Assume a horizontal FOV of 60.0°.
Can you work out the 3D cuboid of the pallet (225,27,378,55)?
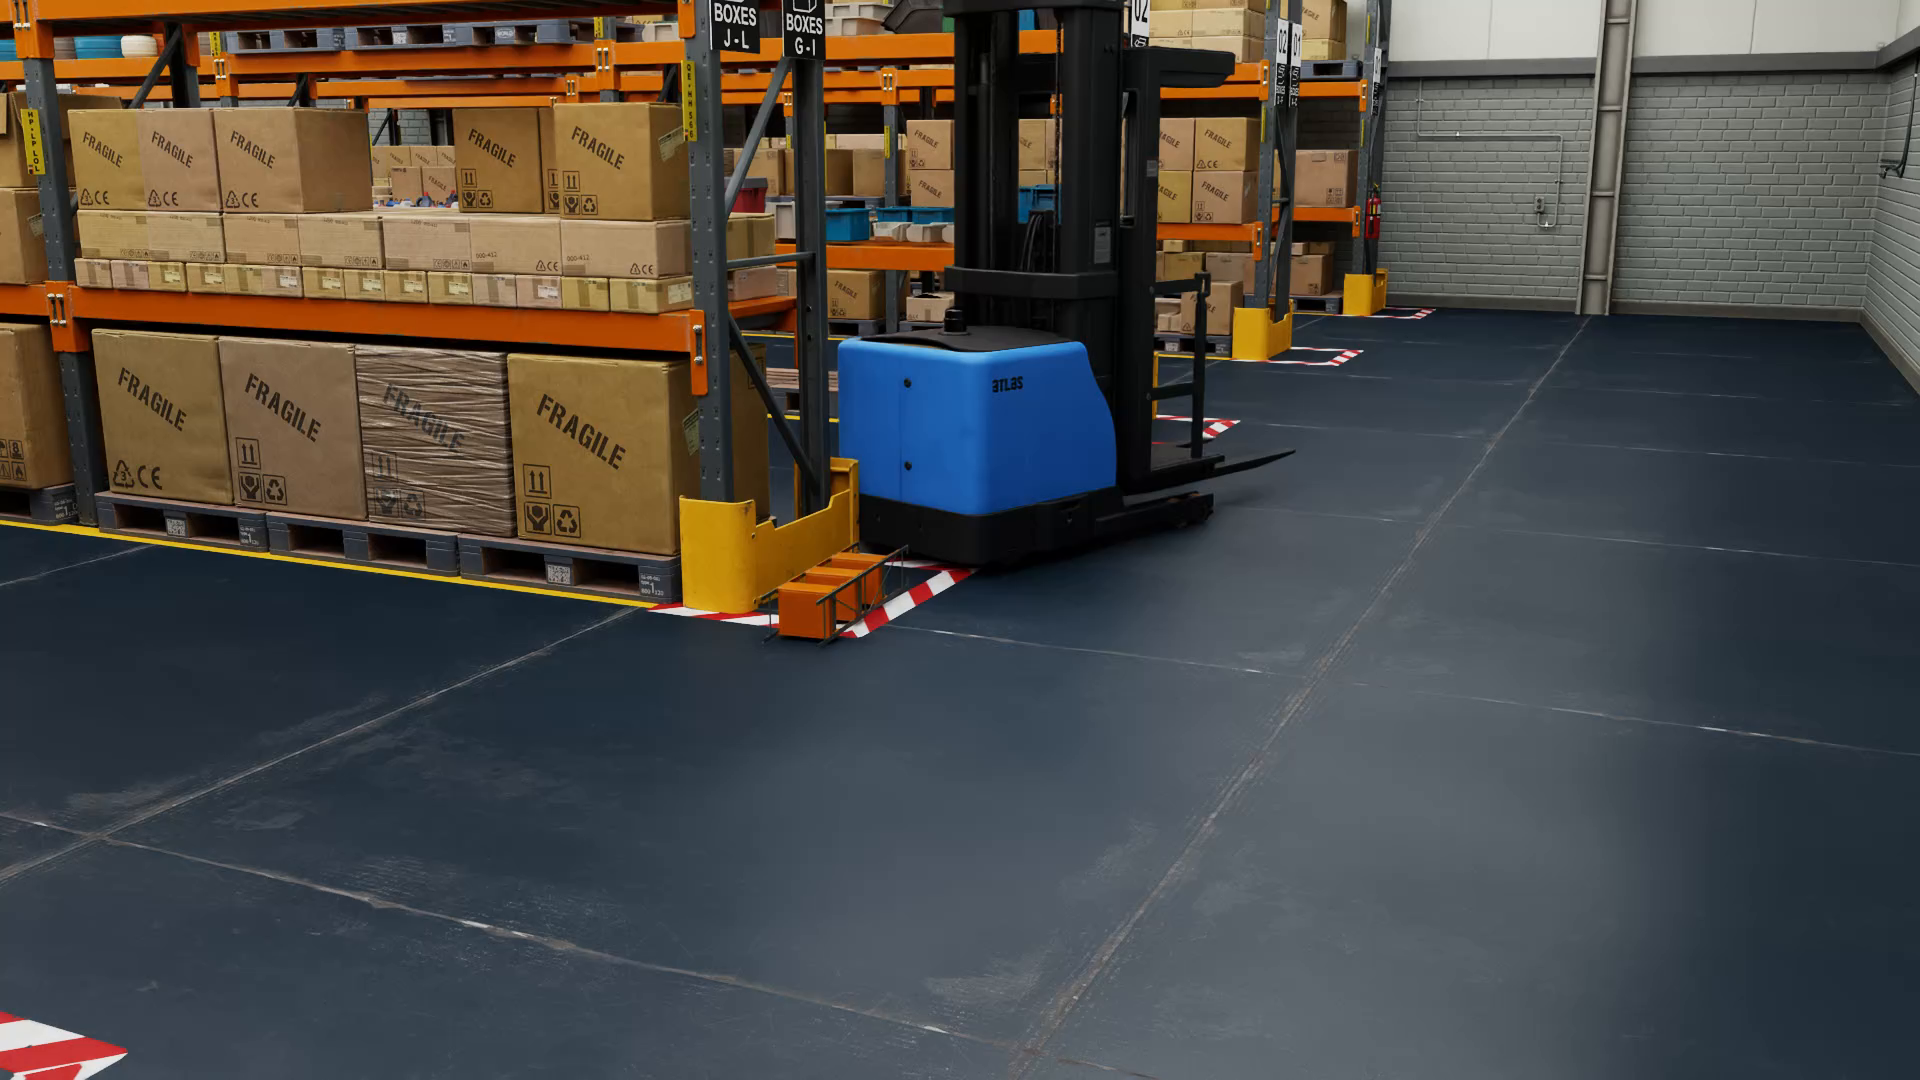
[{"bbox_3d":[-5.546,-4.319,14.441,1.213,0.211,1.003,6,14,23],"label":"pallet"}]

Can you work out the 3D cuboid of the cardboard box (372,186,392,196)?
[{"bbox_3d":[-7.385,-4.337,20.998,0.500,0.250,0.500,7,15,27],"label":"cardboard box"}]

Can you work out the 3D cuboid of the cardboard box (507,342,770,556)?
[{"bbox_3d":[-1.515,-0.479,7.964,0.875,0.875,0.875,6,14,23],"label":"cardboard box"}]

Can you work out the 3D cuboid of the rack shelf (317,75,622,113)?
[{"bbox_3d":[-6.024,-5.371,20.087,4.000,0.370,1.077,6,14,23],"label":"rack shelf"}]

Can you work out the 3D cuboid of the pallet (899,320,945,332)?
[{"bbox_3d":[0.089,-2.284,18.028,1.213,0.211,1.003,6,14,23],"label":"pallet"}]

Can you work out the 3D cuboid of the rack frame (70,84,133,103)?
[{"bbox_3d":[-11.510,-4.816,22.713,0.127,3.000,1.000,6,14,23],"label":"rack frame"}]

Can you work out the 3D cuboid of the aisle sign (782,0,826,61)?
[{"bbox_3d":[-0.710,-2.589,7.530,0.004,0.787,0.394,6,14,23],"label":"aisle sign"}]

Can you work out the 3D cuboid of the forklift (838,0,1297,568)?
[{"bbox_3d":[0.755,-1.561,8.990,1.130,2.935,3.031,12,18,43],"label":"forklift"}]

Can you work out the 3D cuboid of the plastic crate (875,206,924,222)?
[{"bbox_3d":[-0.462,-2.490,13.037,0.300,0.233,0.416,6,14,23],"label":"plastic crate"}]

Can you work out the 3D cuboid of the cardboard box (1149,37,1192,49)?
[{"bbox_3d":[2.089,-4.764,16.253,0.500,0.250,0.500,6,14,23],"label":"cardboard box"}]

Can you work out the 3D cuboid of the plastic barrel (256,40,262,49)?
[{"bbox_3d":[-6.365,-4.649,15.191,0.421,0.512,0.421,0,13,0],"label":"plastic barrel"}]

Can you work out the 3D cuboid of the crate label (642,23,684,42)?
[{"bbox_3d":[-2.218,-3.898,12.811,0.466,0.136,0.293,6,14,23],"label":"crate label"}]

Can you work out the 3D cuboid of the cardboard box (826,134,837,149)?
[{"bbox_3d":[-1.856,-5.581,23.416,0.500,0.250,0.500,6,15,25],"label":"cardboard box"}]

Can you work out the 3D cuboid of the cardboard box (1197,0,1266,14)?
[{"bbox_3d":[2.642,-5.376,16.124,0.500,0.500,0.700,6,14,23],"label":"cardboard box"}]

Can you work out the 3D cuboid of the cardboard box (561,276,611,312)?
[{"bbox_3d":[-1.595,-1.132,7.565,0.250,0.149,0.380,6,14,24],"label":"cardboard box"}]

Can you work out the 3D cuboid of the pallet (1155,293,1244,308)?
[{"bbox_3d":[3.247,-3.184,21.862,1.213,0.211,1.003,6,14,23],"label":"pallet"}]

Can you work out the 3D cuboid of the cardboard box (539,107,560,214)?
[{"bbox_3d":[-1.684,-1.851,8.112,0.500,0.500,0.500,5,14,22],"label":"cardboard box"}]

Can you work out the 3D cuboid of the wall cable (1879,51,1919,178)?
[{"bbox_3d":[10.148,-5.182,17.936,0.112,2.526,3.097,6,14,23],"label":"wall cable"}]

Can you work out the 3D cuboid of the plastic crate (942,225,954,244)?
[{"bbox_3d":[0.031,-2.270,12.307,0.243,0.136,0.396,6,14,23],"label":"plastic crate"}]

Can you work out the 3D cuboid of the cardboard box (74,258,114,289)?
[{"bbox_3d":[-4.419,-1.418,8.781,0.250,0.149,0.380,6,14,23],"label":"cardboard box"}]

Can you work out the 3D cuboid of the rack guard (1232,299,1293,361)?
[{"bbox_3d":[3.049,-2.126,16.720,0.348,0.500,1.175,6,14,23],"label":"rack guard"}]

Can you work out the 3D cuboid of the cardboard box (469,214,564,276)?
[{"bbox_3d":[-1.911,-1.375,7.726,0.500,0.250,0.500,6,14,22],"label":"cardboard box"}]

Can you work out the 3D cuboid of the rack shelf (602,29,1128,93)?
[{"bbox_3d":[-0.720,-3.597,12.525,4.000,0.370,1.077,6,14,23],"label":"rack shelf"}]

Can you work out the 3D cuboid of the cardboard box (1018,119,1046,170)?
[{"bbox_3d":[0.720,-4.044,17.013,0.500,0.500,0.500,5,14,22],"label":"cardboard box"}]

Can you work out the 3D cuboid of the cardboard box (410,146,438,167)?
[{"bbox_3d":[-8.275,-5.949,26.185,0.500,0.500,0.500,5,14,21],"label":"cardboard box"}]

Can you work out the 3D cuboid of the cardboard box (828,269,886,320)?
[{"bbox_3d":[-1.106,-2.689,18.156,0.500,0.500,0.500,6,14,23],"label":"cardboard box"}]

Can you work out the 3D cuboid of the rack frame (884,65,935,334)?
[{"bbox_3d":[-0.539,-3.706,17.982,0.127,3.000,1.000,6,14,23],"label":"rack frame"}]

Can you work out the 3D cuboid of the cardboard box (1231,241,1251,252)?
[{"bbox_3d":[3.711,-3.841,21.692,0.250,0.149,0.380,6,14,24],"label":"cardboard box"}]

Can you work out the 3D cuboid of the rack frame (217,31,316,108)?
[{"bbox_3d":[-6.205,-3.042,15.151,0.127,3.000,1.000,6,14,23],"label":"rack frame"}]

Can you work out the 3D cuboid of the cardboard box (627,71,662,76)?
[{"bbox_3d":[-3.317,-5.504,18.862,0.500,0.500,0.910,6,14,23],"label":"cardboard box"}]

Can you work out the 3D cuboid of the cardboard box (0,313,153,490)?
[{"bbox_3d":[-5.148,-0.862,9.594,0.875,0.875,1.225,6,14,23],"label":"cardboard box"}]

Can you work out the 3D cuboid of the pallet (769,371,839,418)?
[{"bbox_3d":[-0.741,-1.141,13.157,1.213,0.211,1.003,6,14,23],"label":"pallet"}]

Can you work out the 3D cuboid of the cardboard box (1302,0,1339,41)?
[{"bbox_3d":[4.342,-6.387,20.390,0.500,0.500,0.500,6,14,23],"label":"cardboard box"}]

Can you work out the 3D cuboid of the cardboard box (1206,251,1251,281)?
[{"bbox_3d":[3.523,-3.495,21.635,0.500,0.500,0.700,5,14,21],"label":"cardboard box"}]

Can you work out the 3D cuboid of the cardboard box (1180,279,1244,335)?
[{"bbox_3d":[2.522,-2.332,16.635,0.500,0.500,0.500,6,14,23],"label":"cardboard box"}]

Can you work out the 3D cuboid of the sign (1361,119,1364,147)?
[{"bbox_3d":[4.889,-4.938,20.178,0.005,0.325,0.100,6,14,23],"label":"sign"}]

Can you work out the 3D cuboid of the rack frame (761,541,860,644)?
[{"bbox_3d":[-0.641,0.215,7.302,0.008,0.200,1.050,4,14,18],"label":"rack frame"}]

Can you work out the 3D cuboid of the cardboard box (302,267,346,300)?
[{"bbox_3d":[-2.993,-1.274,8.168,0.250,0.149,0.380,5,14,22],"label":"cardboard box"}]

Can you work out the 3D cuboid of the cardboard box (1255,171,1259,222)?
[{"bbox_3d":[2.820,-3.480,16.802,0.500,0.500,0.500,6,15,24],"label":"cardboard box"}]

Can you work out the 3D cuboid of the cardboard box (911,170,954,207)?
[{"bbox_3d":[-0.183,-3.650,17.527,0.500,0.500,0.500,6,15,25],"label":"cardboard box"}]

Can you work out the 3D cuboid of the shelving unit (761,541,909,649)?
[{"bbox_3d":[-0.526,0.224,7.264,0.252,0.215,1.050,4,14,18],"label":"shelving unit"}]

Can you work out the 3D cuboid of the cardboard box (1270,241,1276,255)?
[{"bbox_3d":[4.016,-3.715,21.154,0.250,0.149,0.380,6,15,25],"label":"cardboard box"}]

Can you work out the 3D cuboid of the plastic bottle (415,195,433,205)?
[{"bbox_3d":[-4.590,-2.810,14.274,0.185,0.351,0.144,6,14,23],"label":"plastic bottle"}]

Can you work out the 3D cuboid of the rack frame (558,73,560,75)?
[{"bbox_3d":[-5.850,-8.402,24.862,0.127,3.000,1.000,6,14,23],"label":"rack frame"}]

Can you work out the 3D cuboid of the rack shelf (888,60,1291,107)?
[{"bbox_3d":[1.290,-4.631,16.932,4.000,0.370,1.077,6,14,23],"label":"rack shelf"}]

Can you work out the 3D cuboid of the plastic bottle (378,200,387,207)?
[{"bbox_3d":[-4.903,-2.761,14.210,0.133,0.283,0.061,6,14,23],"label":"plastic bottle"}]

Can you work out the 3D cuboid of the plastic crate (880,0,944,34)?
[{"bbox_3d":[-0.177,-3.930,12.508,0.767,0.338,0.504,6,14,23],"label":"plastic crate"}]

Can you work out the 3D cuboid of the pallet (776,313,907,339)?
[{"bbox_3d":[-1.298,-2.416,18.587,1.213,0.211,1.003,6,14,23],"label":"pallet"}]

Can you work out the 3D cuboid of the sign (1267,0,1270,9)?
[{"bbox_3d":[2.876,-5.113,15.474,0.005,0.325,0.100,6,14,23],"label":"sign"}]
